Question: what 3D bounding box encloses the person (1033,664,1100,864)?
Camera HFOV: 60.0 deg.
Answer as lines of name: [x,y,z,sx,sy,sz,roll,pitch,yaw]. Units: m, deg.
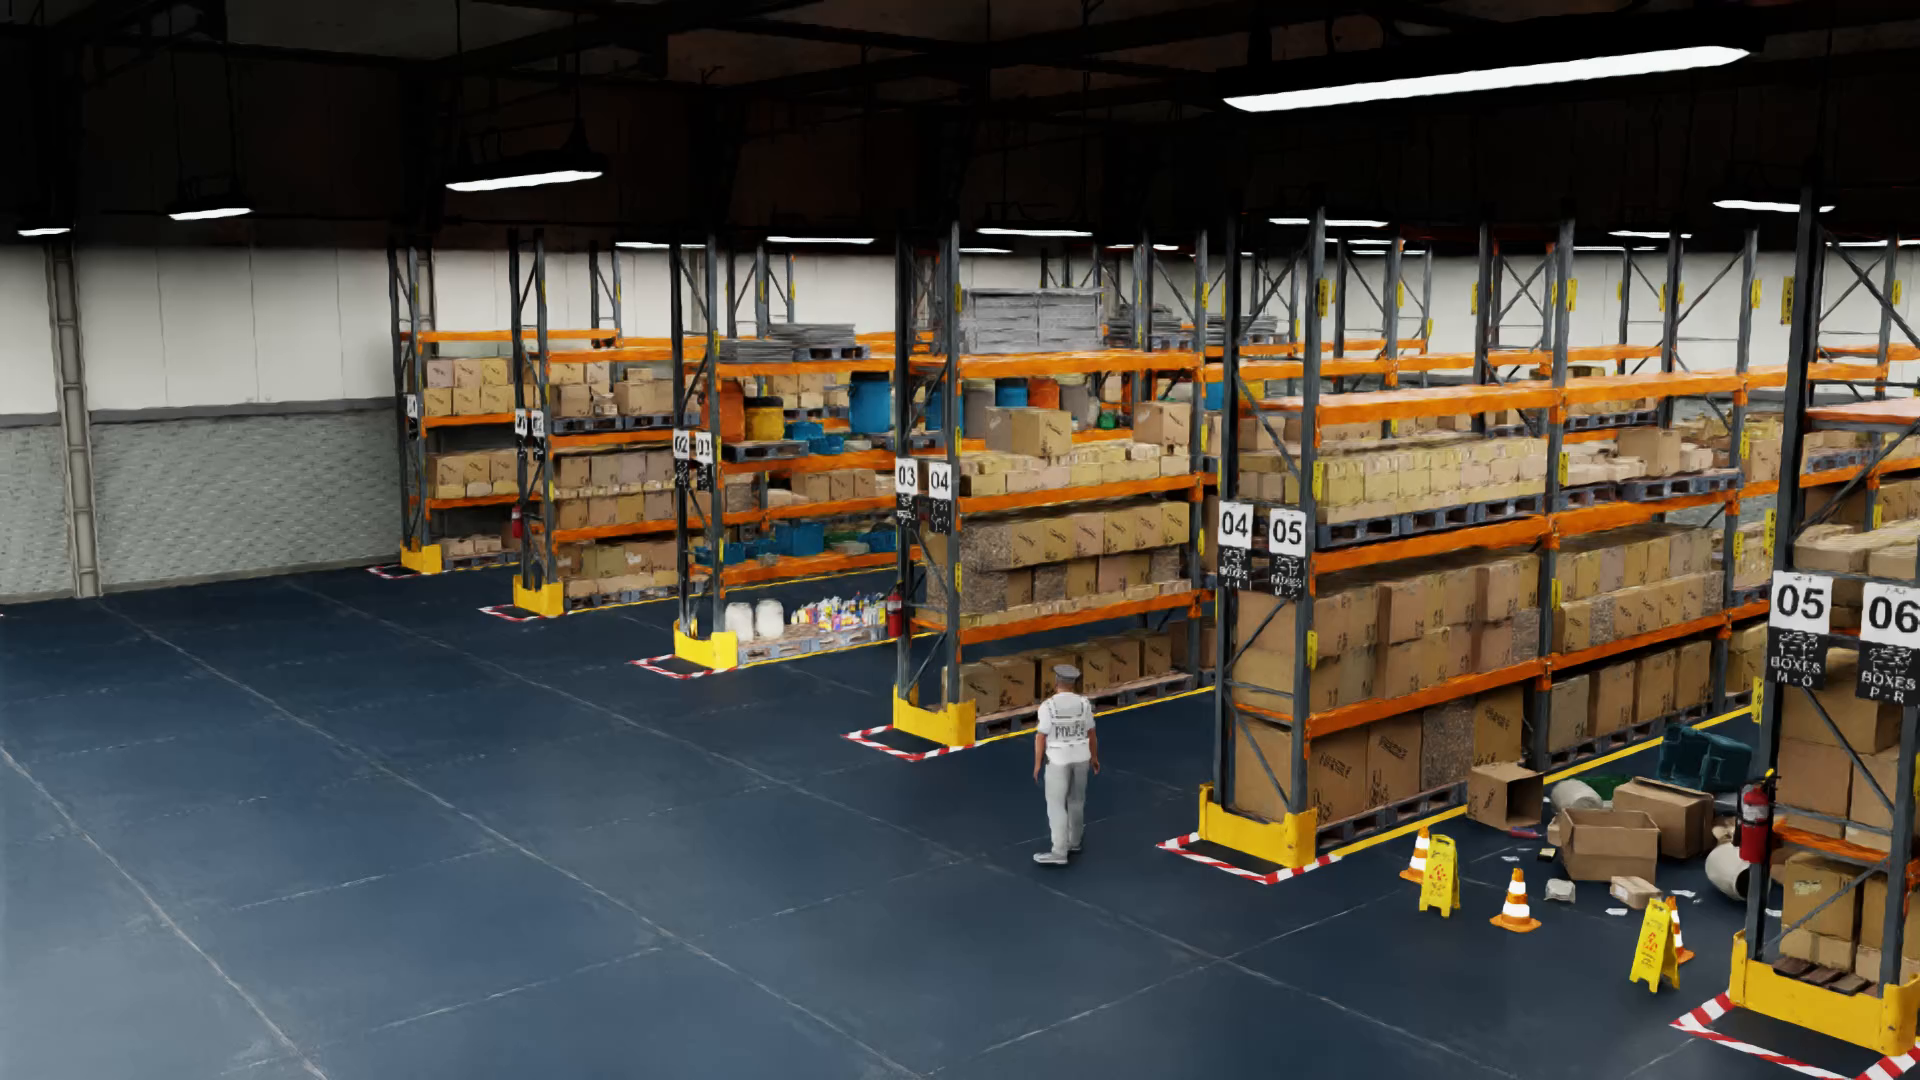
person: [0.940,1.995,15.025,0.673,1.745,0.579,-4,10,-25]
